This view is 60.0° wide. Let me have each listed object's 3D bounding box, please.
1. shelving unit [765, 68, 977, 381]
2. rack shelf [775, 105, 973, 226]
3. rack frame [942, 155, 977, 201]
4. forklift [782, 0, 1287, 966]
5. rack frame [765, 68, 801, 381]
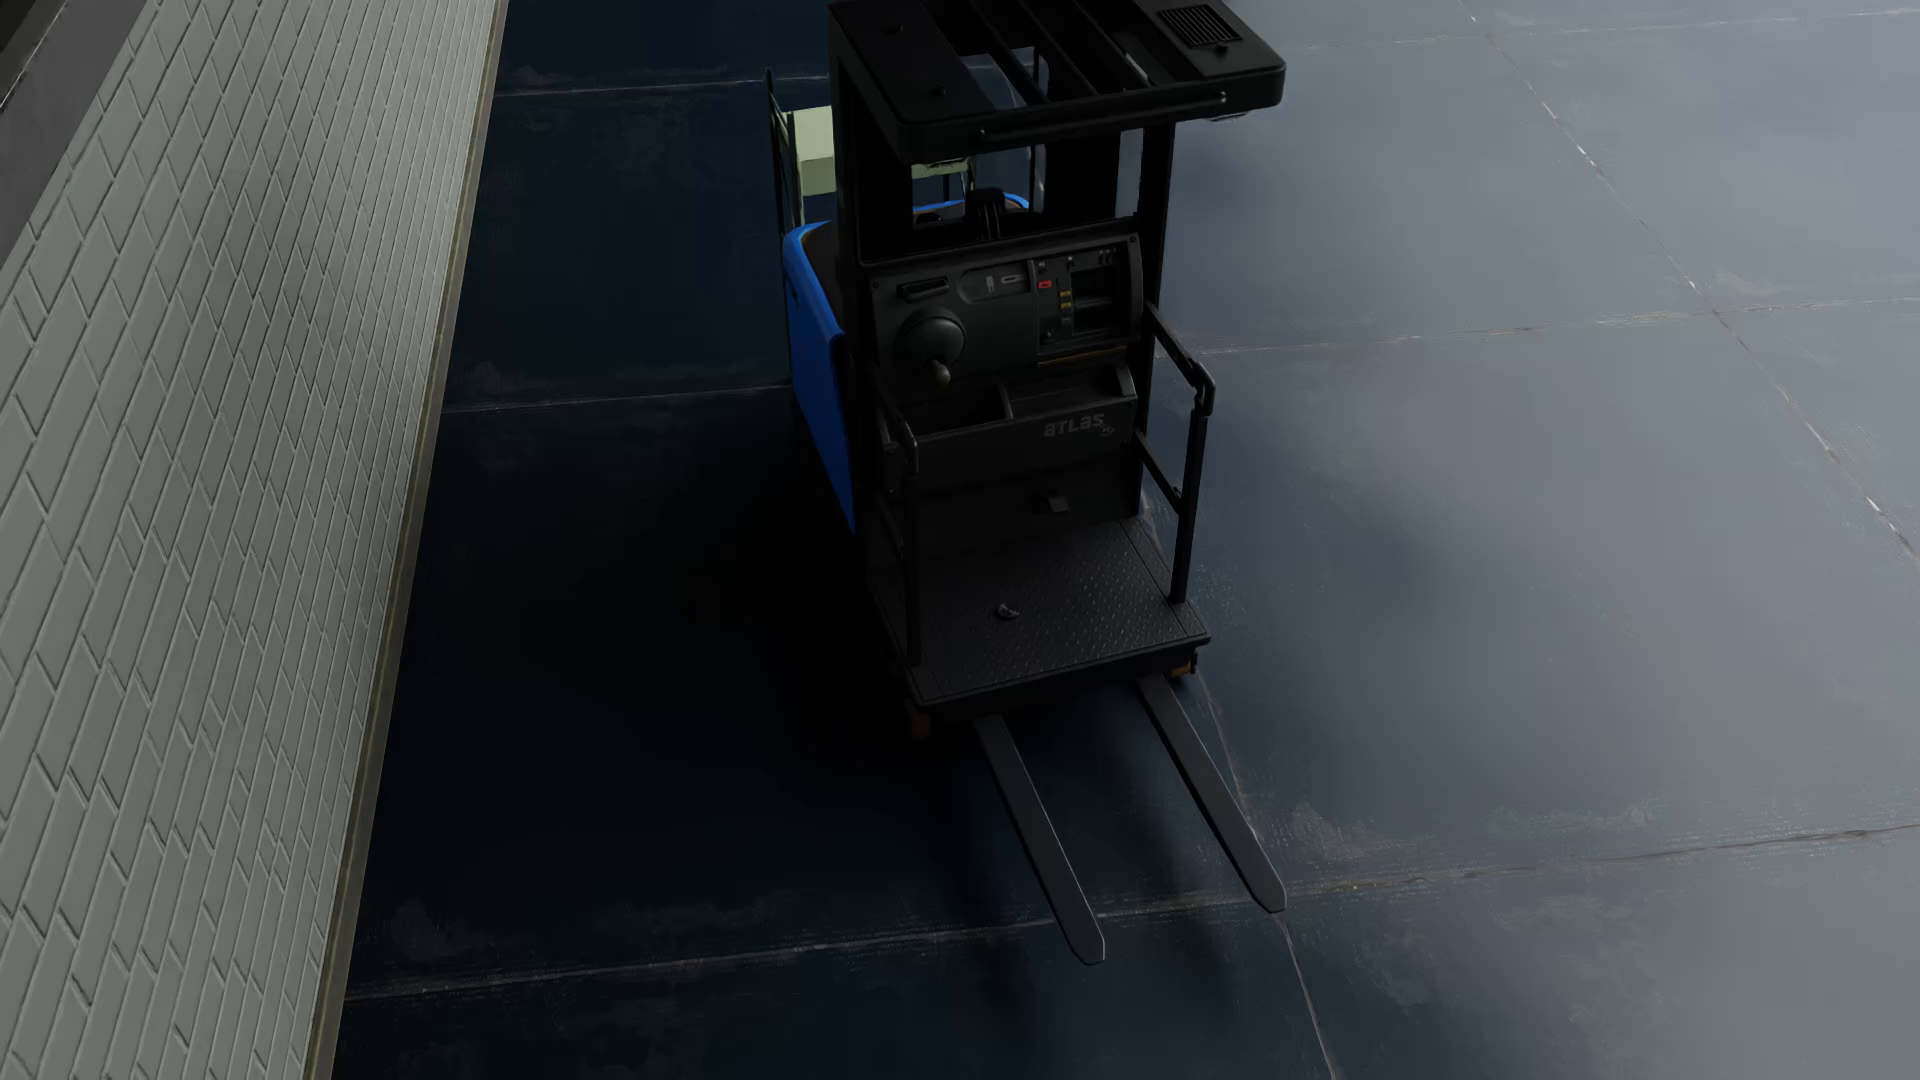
[{"bbox_3d":[-0.353,-1.259,7.026,0.755,1.500,0.431,-12,43,-13],"label":"shelving unit"},{"bbox_3d":[-0.353,-1.548,6.764,0.720,0.370,0.431,-12,43,-13],"label":"rack shelf"},{"bbox_3d":[-0.005,-1.334,7.110,0.023,1.500,0.400,-12,43,-13],"label":"rack frame"},{"bbox_3d":[0.229,-0.677,5.312,1.130,2.935,3.031,-12,43,-13],"label":"forklift"},{"bbox_3d":[-0.701,-1.183,6.941,0.023,1.500,0.400,-12,43,-13],"label":"rack frame"}]
